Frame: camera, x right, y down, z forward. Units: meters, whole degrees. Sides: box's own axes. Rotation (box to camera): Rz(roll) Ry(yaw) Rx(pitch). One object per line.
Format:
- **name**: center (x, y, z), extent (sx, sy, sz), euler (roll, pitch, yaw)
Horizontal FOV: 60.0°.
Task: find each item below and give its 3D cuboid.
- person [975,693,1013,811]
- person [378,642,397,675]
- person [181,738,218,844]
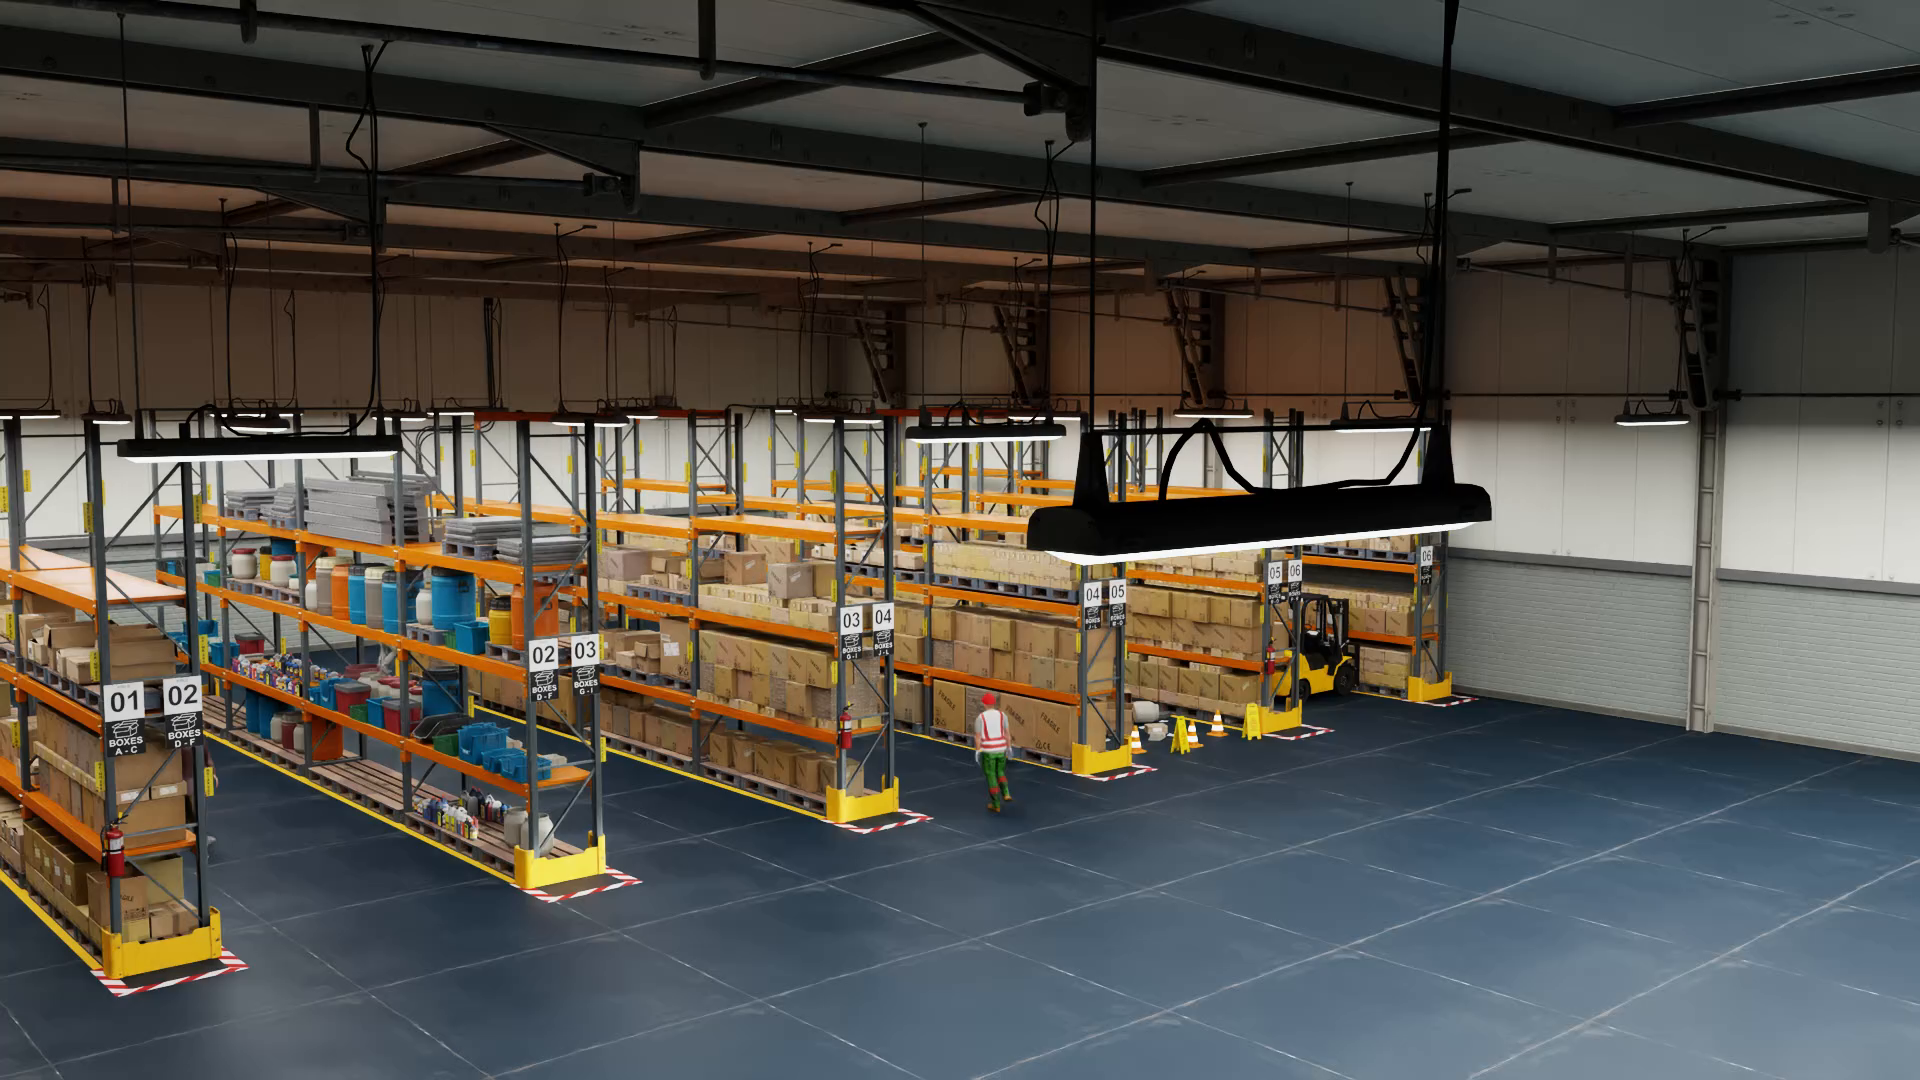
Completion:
- **person**: center (0.506, 3.216, 25.274), extent (0.571, 1.779, 0.504), euler (-3, 6, -28)
- **person**: center (-12.968, 2.184, 37.563), extent (0.396, 1.690, 0.509), euler (-5, 7, -42)
- **person**: center (-10.775, 3.383, 23.442), extent (1.106, 1.729, 0.603), euler (2, 5, 21)
